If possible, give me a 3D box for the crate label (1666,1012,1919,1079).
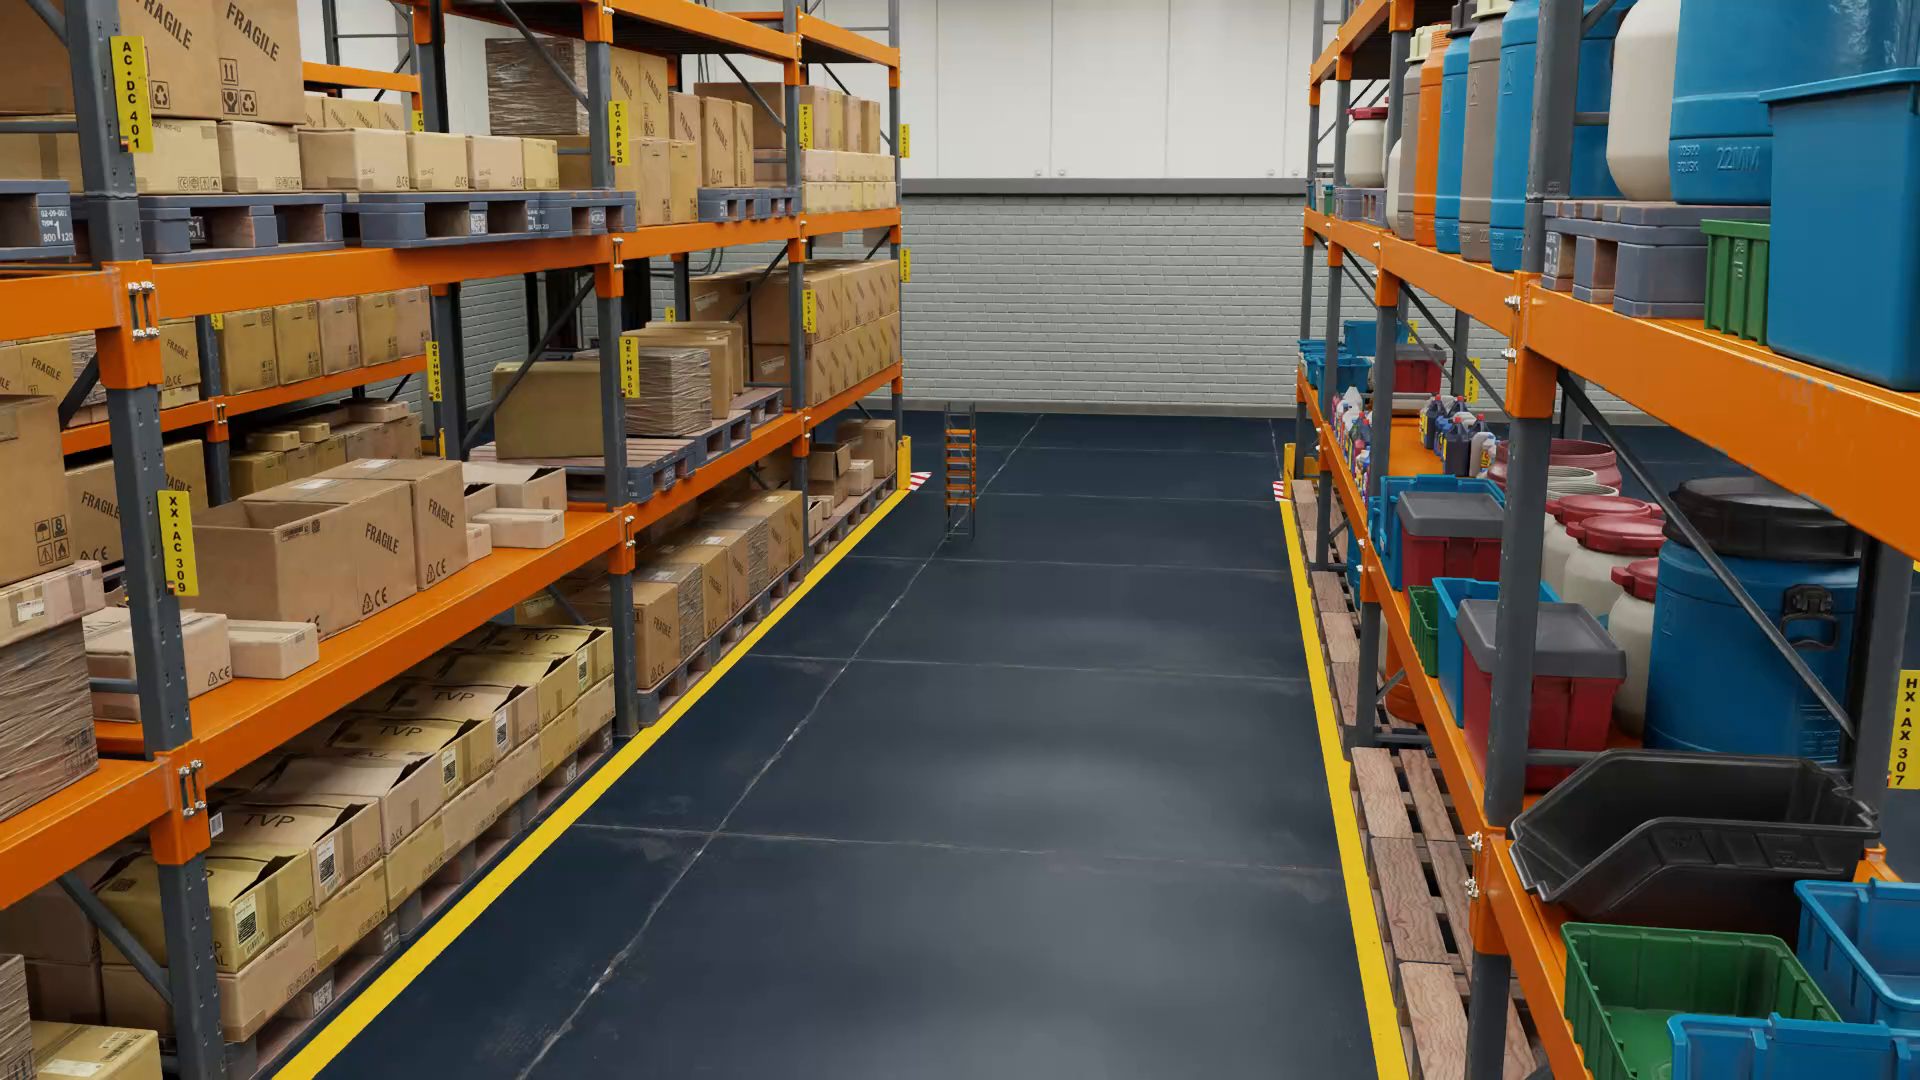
[{"bbox_3d":[1.357,1.040,2.463,0.502,0.435,0.616,2,12,9],"label":"crate label"}]

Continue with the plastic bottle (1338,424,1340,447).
[{"bbox_3d":[2.608,-0.728,11.221,0.097,0.201,0.097,0,12,0],"label":"plastic bottle"}]

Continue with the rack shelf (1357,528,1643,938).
[{"bbox_3d":[2.264,0.552,6.520,1.077,0.370,4.000,2,12,9],"label":"rack shelf"}]

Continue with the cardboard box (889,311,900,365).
[{"bbox_3d":[-0.892,-1.990,16.368,0.500,0.500,0.500,2,12,10],"label":"cardboard box"}]

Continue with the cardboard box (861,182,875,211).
[{"bbox_3d":[-1.062,-3.112,15.049,0.500,0.250,0.500,2,12,9],"label":"cardboard box"}]

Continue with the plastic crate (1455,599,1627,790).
[{"bbox_3d":[1.729,0.475,5.019,0.402,0.464,0.583,2,12,9],"label":"plastic crate"}]

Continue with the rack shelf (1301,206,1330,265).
[{"bbox_3d":[3.494,-2.580,13.931,1.077,0.370,4.000,2,12,9],"label":"rack shelf"}]

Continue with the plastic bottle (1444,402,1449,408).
[{"bbox_3d":[3.389,-0.820,11.471,0.152,0.276,0.135,2,12,9],"label":"plastic bottle"}]

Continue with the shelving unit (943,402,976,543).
[{"bbox_3d":[-0.002,-0.584,14.353,0.258,1.200,0.189,2,12,9],"label":"shelving unit"}]

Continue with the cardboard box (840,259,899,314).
[{"bbox_3d":[-0.889,-2.479,16.265,0.500,0.500,0.500,2,12,8],"label":"cardboard box"}]

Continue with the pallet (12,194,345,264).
[{"bbox_3d":[-2.814,-1.102,5.819,0.805,0.209,1.217,1,12,6],"label":"pallet"}]

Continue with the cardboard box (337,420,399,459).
[{"bbox_3d":[-6.073,-0.933,16.637,0.700,0.500,0.500,2,12,8],"label":"cardboard box"}]

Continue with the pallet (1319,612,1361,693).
[{"bbox_3d":[2.842,0.728,10.613,1.003,0.211,1.213,2,12,9],"label":"pallet"}]

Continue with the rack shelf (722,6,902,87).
[{"bbox_3d":[-1.399,-4.206,14.364,1.077,0.370,4.000,2,12,9],"label":"rack shelf"}]

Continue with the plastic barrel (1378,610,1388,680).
[{"bbox_3d":[2.629,0.572,9.628,0.421,0.512,0.421,0,12,0],"label":"plastic barrel"}]

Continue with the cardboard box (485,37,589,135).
[{"bbox_3d":[-2.249,-2.472,9.113,0.500,0.500,0.500,2,12,9],"label":"cardboard box"}]

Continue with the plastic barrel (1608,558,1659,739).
[{"bbox_3d":[2.320,0.358,5.389,0.433,0.535,0.433,0,12,0],"label":"plastic barrel"}]

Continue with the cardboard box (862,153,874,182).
[{"bbox_3d":[-1.076,-3.357,14.999,0.500,0.250,0.500,2,12,9],"label":"cardboard box"}]

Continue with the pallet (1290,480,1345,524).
[{"bbox_3d":[3.637,-0.348,15.606,1.003,0.211,1.213,2,12,9],"label":"pallet"}]

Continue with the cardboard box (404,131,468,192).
[{"bbox_3d":[-2.498,-1.651,7.273,0.500,0.250,0.500,2,12,8],"label":"cardboard box"}]

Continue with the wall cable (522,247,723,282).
[{"bbox_3d":[-4.764,-4.783,22.697,3.097,2.526,0.112,2,12,9],"label":"wall cable"}]

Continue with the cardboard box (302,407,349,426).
[{"bbox_3d":[-6.290,-1.229,16.472,0.380,0.149,0.250,2,12,9],"label":"cardboard box"}]

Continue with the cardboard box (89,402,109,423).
[{"bbox_3d":[-6.560,-0.966,12.404,0.380,0.149,0.250,2,12,9],"label":"cardboard box"}]

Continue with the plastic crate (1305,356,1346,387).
[{"bbox_3d":[3.190,-1.452,14.364,0.416,0.233,0.300,2,12,9],"label":"plastic crate"}]

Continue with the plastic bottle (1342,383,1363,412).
[{"bbox_3d":[2.806,-0.953,11.915,0.144,0.351,0.185,2,12,9],"label":"plastic bottle"}]

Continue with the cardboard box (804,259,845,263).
[{"bbox_3d":[-1.421,-2.497,16.347,0.500,0.500,0.500,2,12,10],"label":"cardboard box"}]

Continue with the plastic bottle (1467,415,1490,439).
[{"bbox_3d":[3.199,-0.593,10.244,0.144,0.351,0.185,2,12,9],"label":"plastic bottle"}]

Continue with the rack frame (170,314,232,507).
[{"bbox_3d":[-6.602,-1.370,13.729,1.000,3.000,0.127,2,12,9],"label":"rack frame"}]

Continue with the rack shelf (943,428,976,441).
[{"bbox_3d":[-0.002,-0.892,14.287,0.258,0.103,0.180,2,12,9],"label":"rack shelf"}]

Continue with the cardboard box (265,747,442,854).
[{"bbox_3d":[-2.467,1.030,6.792,0.500,0.311,0.500,1,12,7],"label":"cardboard box"}]

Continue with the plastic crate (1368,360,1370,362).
[{"bbox_3d":[3.797,-1.546,15.032,0.396,0.136,0.243,2,12,9],"label":"plastic crate"}]

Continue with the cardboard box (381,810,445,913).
[{"bbox_3d":[-2.474,1.304,6.853,0.500,0.250,0.500,1,12,7],"label":"cardboard box"}]

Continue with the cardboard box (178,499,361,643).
[{"bbox_3d":[-2.722,0.137,6.498,0.500,0.500,0.500,3,12,13],"label":"cardboard box"}]

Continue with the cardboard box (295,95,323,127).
[{"bbox_3d":[-6.072,-3.733,14.917,0.500,0.500,0.500,2,12,9],"label":"cardboard box"}]

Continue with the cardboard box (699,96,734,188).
[{"bbox_3d":[-1.938,-2.737,11.482,0.600,0.600,0.600,2,12,8],"label":"cardboard box"}]

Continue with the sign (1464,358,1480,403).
[{"bbox_3d":[3.730,-1.166,12.126,0.100,0.325,0.005,2,12,9],"label":"sign"}]

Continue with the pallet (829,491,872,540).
[{"bbox_3d":[-1.415,-0.244,15.127,1.003,0.211,1.213,2,12,9],"label":"pallet"}]

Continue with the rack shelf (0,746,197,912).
[{"bbox_3d":[-3.245,1.223,3.405,1.077,0.370,4.000,2,12,9],"label":"rack shelf"}]

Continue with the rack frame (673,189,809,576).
[{"bbox_3d":[-1.707,-1.210,12.988,1.000,3.000,0.127,2,12,9],"label":"rack frame"}]

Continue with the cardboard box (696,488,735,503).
[{"bbox_3d":[-2.022,-0.110,12.774,0.500,0.500,0.500,1,12,6],"label":"cardboard box"}]

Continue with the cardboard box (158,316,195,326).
[{"bbox_3d":[-6.421,-1.835,13.117,0.500,0.250,0.500,2,12,10],"label":"cardboard box"}]

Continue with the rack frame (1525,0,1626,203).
[{"bbox_3d":[1.957,-2.316,3.880,1.000,3.000,0.127,2,12,9],"label":"rack frame"}]

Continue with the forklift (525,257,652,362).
[{"bbox_3d":[-3.310,-1.468,14.348,1.130,2.935,3.031,3,12,12],"label":"forklift"}]

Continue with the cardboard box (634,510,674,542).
[{"bbox_3d":[-2.253,-0.164,11.245,0.500,0.250,0.500,2,12,8],"label":"cardboard box"}]

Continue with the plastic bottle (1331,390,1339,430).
[{"bbox_3d":[2.709,-0.929,11.962,0.061,0.283,0.133,2,12,9],"label":"plastic bottle"}]

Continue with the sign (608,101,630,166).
[{"bbox_3d":[-1.775,-2.115,8.654,0.100,0.325,0.005,2,12,9],"label":"sign"}]

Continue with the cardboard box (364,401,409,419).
[{"bbox_3d":[-5.836,-1.321,16.901,0.380,0.149,0.250,2,12,8],"label":"cardboard box"}]

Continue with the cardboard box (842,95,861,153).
[{"bbox_3d":[-1.286,-3.730,14.952,0.700,0.500,0.500,2,12,9],"label":"cardboard box"}]

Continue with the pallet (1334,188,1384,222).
[{"bbox_3d":[3.163,-2.256,11.172,1.213,0.211,1.003,2,12,9],"label":"pallet"}]

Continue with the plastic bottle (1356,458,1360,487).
[{"bbox_3d":[2.373,-0.410,9.748,0.097,0.201,0.097,0,12,0],"label":"plastic bottle"}]

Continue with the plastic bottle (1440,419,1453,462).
[{"bbox_3d":[3.129,-0.636,10.631,0.097,0.271,0.097,0,12,0],"label":"plastic bottle"}]

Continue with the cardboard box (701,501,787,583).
[{"bbox_3d":[-1.584,0.012,12.209,0.500,0.500,0.500,2,12,9],"label":"cardboard box"}]

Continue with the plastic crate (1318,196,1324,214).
[{"bbox_3d":[3.006,-2.663,13.237,0.293,0.136,0.466,2,12,9],"label":"plastic crate"}]

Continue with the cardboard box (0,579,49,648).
[{"bbox_3d":[-2.807,0.204,4.648,0.380,0.149,0.250,2,12,7],"label":"cardboard box"}]

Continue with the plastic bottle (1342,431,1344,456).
[{"bbox_3d":[2.552,-0.652,10.869,0.097,0.201,0.097,0,12,0],"label":"plastic bottle"}]

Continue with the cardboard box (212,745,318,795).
[{"bbox_3d":[-3.005,1.014,6.866,0.500,0.311,0.500,2,12,8],"label":"cardboard box"}]

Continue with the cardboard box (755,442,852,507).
[{"bbox_3d":[-1.423,-0.596,15.020,0.797,0.503,0.637,2,12,9],"label":"cardboard box"}]

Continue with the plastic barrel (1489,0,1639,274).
[{"bbox_3d":[1.820,-1.208,4.667,0.600,0.901,0.708,2,12,9],"label":"plastic barrel"}]
